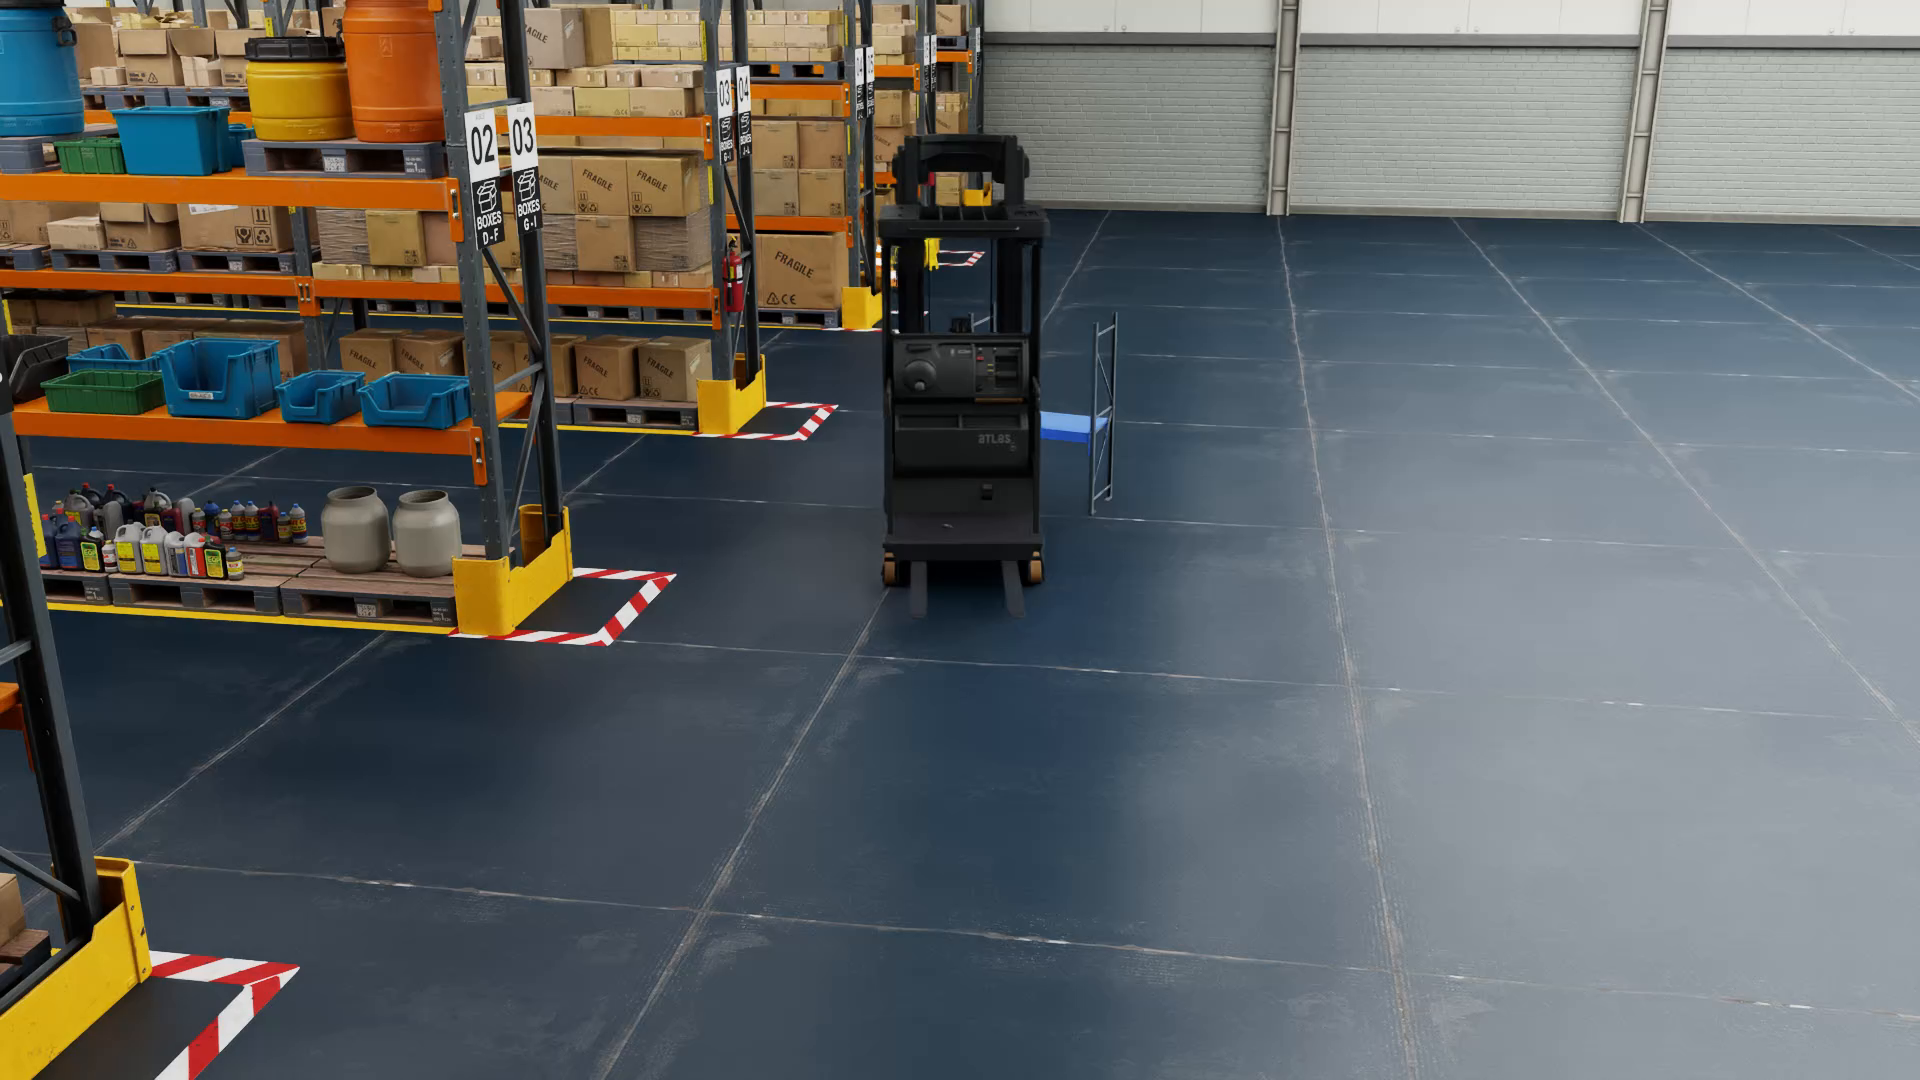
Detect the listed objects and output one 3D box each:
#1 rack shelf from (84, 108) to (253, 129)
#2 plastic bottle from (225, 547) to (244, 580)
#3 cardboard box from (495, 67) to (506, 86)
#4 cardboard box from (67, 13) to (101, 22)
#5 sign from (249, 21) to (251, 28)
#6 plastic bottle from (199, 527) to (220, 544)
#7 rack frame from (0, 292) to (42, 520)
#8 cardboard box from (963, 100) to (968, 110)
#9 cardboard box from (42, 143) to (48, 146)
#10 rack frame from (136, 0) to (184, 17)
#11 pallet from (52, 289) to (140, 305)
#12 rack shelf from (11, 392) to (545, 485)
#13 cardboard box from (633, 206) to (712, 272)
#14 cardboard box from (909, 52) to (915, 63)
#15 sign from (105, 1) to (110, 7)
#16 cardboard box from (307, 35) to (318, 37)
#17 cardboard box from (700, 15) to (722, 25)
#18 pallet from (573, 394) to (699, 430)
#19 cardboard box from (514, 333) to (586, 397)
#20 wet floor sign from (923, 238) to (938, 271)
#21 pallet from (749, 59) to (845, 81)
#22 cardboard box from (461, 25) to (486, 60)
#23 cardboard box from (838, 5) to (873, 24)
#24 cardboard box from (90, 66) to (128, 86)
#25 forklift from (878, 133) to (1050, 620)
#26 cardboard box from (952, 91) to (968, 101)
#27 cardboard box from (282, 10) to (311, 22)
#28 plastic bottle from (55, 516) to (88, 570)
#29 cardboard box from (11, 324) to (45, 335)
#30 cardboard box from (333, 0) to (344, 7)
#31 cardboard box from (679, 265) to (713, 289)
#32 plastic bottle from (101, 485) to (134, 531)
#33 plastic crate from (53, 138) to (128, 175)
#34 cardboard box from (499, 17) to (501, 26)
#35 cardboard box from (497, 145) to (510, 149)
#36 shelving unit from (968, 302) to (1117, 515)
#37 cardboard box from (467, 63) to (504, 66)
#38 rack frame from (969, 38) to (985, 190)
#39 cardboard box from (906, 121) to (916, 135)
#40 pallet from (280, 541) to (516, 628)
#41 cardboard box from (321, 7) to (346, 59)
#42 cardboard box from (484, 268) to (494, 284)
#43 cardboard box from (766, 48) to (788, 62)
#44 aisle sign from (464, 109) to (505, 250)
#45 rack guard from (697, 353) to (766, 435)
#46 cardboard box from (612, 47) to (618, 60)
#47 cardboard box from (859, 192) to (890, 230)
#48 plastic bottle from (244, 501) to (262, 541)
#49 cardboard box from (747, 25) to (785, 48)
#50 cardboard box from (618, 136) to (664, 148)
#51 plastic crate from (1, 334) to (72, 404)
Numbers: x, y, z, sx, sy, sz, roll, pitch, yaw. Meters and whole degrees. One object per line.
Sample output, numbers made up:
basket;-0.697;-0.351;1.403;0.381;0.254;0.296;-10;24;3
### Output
rack shelf;-7.990;-3.950;15.786;4.000;0.370;1.077;3;19;9
plastic bottle;-4.734;0.149;10.848;0.097;0.201;0.097;0;18;0
cardboard box;-3.936;-4.119;14.767;0.250;0.149;0.380;2;19;6
cardboard box;-10.792;-6.348;20.456;0.258;0.266;0.396;3;19;9
sign;-8.982;-6.396;21.026;0.005;0.325;0.100;3;19;9
plastic bottle;-4.962;0.055;10.998;0.133;0.283;0.061;3;19;9
rack frame;-6.800;-1.216;11.210;0.127;3.000;1.000;3;19;9
cardboard box;-0.004;-7.680;29.348;0.250;0.149;0.380;2;19;7
cardboard box;-11.820;-5.082;21.561;0.250;0.149;0.380;3;19;8
rack frame;-12.342;-9.120;25.378;0.127;3.000;1.000;3;19;9
pallet;-11.050;-3.297;21.825;1.213;0.211;1.003;3;19;9
rack shelf;-4.826;-0.774;11.023;4.000;0.370;1.077;3;19;9
cardboard box;-2.604;-2.791;15.291;0.500;0.500;0.875;3;19;9
cardboard box;-0.770;-7.093;24.442;0.250;0.149;0.380;3;19;9
sign;-15.593;-9.698;30.457;0.005;0.325;0.100;3;19;9
cardboard box;-7.903;-5.985;20.153;0.500;0.250;0.500;3;19;10
cardboard box;-2.821;-6.018;19.154;0.250;0.149;0.380;3;19;8
pallet;-2.937;-1.300;15.855;1.213;0.211;1.003;3;19;9
cardboard box;-3.890;-1.674;15.855;0.500;0.500;0.500;5;19;14
wet floor sign;-0.476;-4.210;23.868;0.232;0.644;0.267;10;21;27
pallet;-1.913;-5.530;19.515;1.213;0.211;1.003;3;19;9
cardboard box;-7.458;-7.493;25.084;0.500;0.500;0.700;3;19;9
cardboard box;-1.753;-9.014;28.808;0.637;0.503;0.797;4;19;10
cardboard box;-7.882;-4.342;15.530;0.250;0.166;0.380;2;19;7
forklift;0.015;-1.181;11.213;1.130;2.935;3.031;0;19;-1
cardboard box;-0.008;-7.806;29.257;0.250;0.149;0.380;3;19;8
cardboard box;-12.095;-9.510;30.250;0.500;0.250;0.500;3;19;9
plastic bottle;-5.883;0.012;11.022;0.185;0.351;0.144;2;19;6
cardboard box;-9.300;-1.965;16.694;0.500;0.500;0.700;2;19;6
cardboard box;-11.316;-9.593;29.974;0.258;0.266;0.396;3;19;8
cardboard box;-2.380;-2.397;15.135;0.250;0.149;0.380;3;19;9
plastic bottle;-5.929;-0.217;11.704;0.185;0.351;0.144;2;19;6
plastic crate;-5.286;-2.373;10.275;0.450;0.188;0.336;3;19;9
cardboard box;-7.995;-9.235;29.588;0.250;0.149;0.380;4;19;10
cardboard box;-4.539;-3.444;15.666;0.500;0.500;0.500;3;19;9
shelving unit;0.637;-1.043;13.056;1.048;1.500;0.538;8;20;22
cardboard box;-4.346;-4.318;15.360;0.250;0.149;0.380;4;19;11
rack frame;0.290;-7.226;29.173;0.127;3.000;1.000;3;19;9
cardboard box;-0.917;-5.970;24.792;0.500;0.500;0.500;3;19;8
pallet;-3.735;0.276;11.145;1.213;0.211;1.003;3;19;9
cardboard box;-5.530;-4.673;15.400;0.500;0.500;0.500;2;19;7
cardboard box;-4.367;-2.472;15.360;0.250;0.149;0.380;3;19;9
cardboard box;-2.063;-5.601;19.165;0.250;0.149;0.380;3;19;9
aisle sign;-2.827;-2.151;9.907;0.004;0.787;0.394;3;19;9
rack guard;-2.141;-1.385;15.654;0.348;0.500;1.175;3;19;9
cardboard box;-4.073;-5.703;19.471;0.250;0.149;0.380;3;19;8
cardboard box;-1.326;-4.880;24.652;0.500;0.500;0.500;3;19;9
plastic bottle;-4.930;-0.136;11.587;0.097;0.271;0.097;0;18;0
cardboard box;-2.200;-5.817;19.181;0.500;0.250;0.500;3;19;9
cardboard box;-3.697;-4.809;20.010;0.550;0.550;0.875;3;19;9
plastic crate;-6.304;-1.120;11.022;0.504;0.338;0.767;3;19;9
